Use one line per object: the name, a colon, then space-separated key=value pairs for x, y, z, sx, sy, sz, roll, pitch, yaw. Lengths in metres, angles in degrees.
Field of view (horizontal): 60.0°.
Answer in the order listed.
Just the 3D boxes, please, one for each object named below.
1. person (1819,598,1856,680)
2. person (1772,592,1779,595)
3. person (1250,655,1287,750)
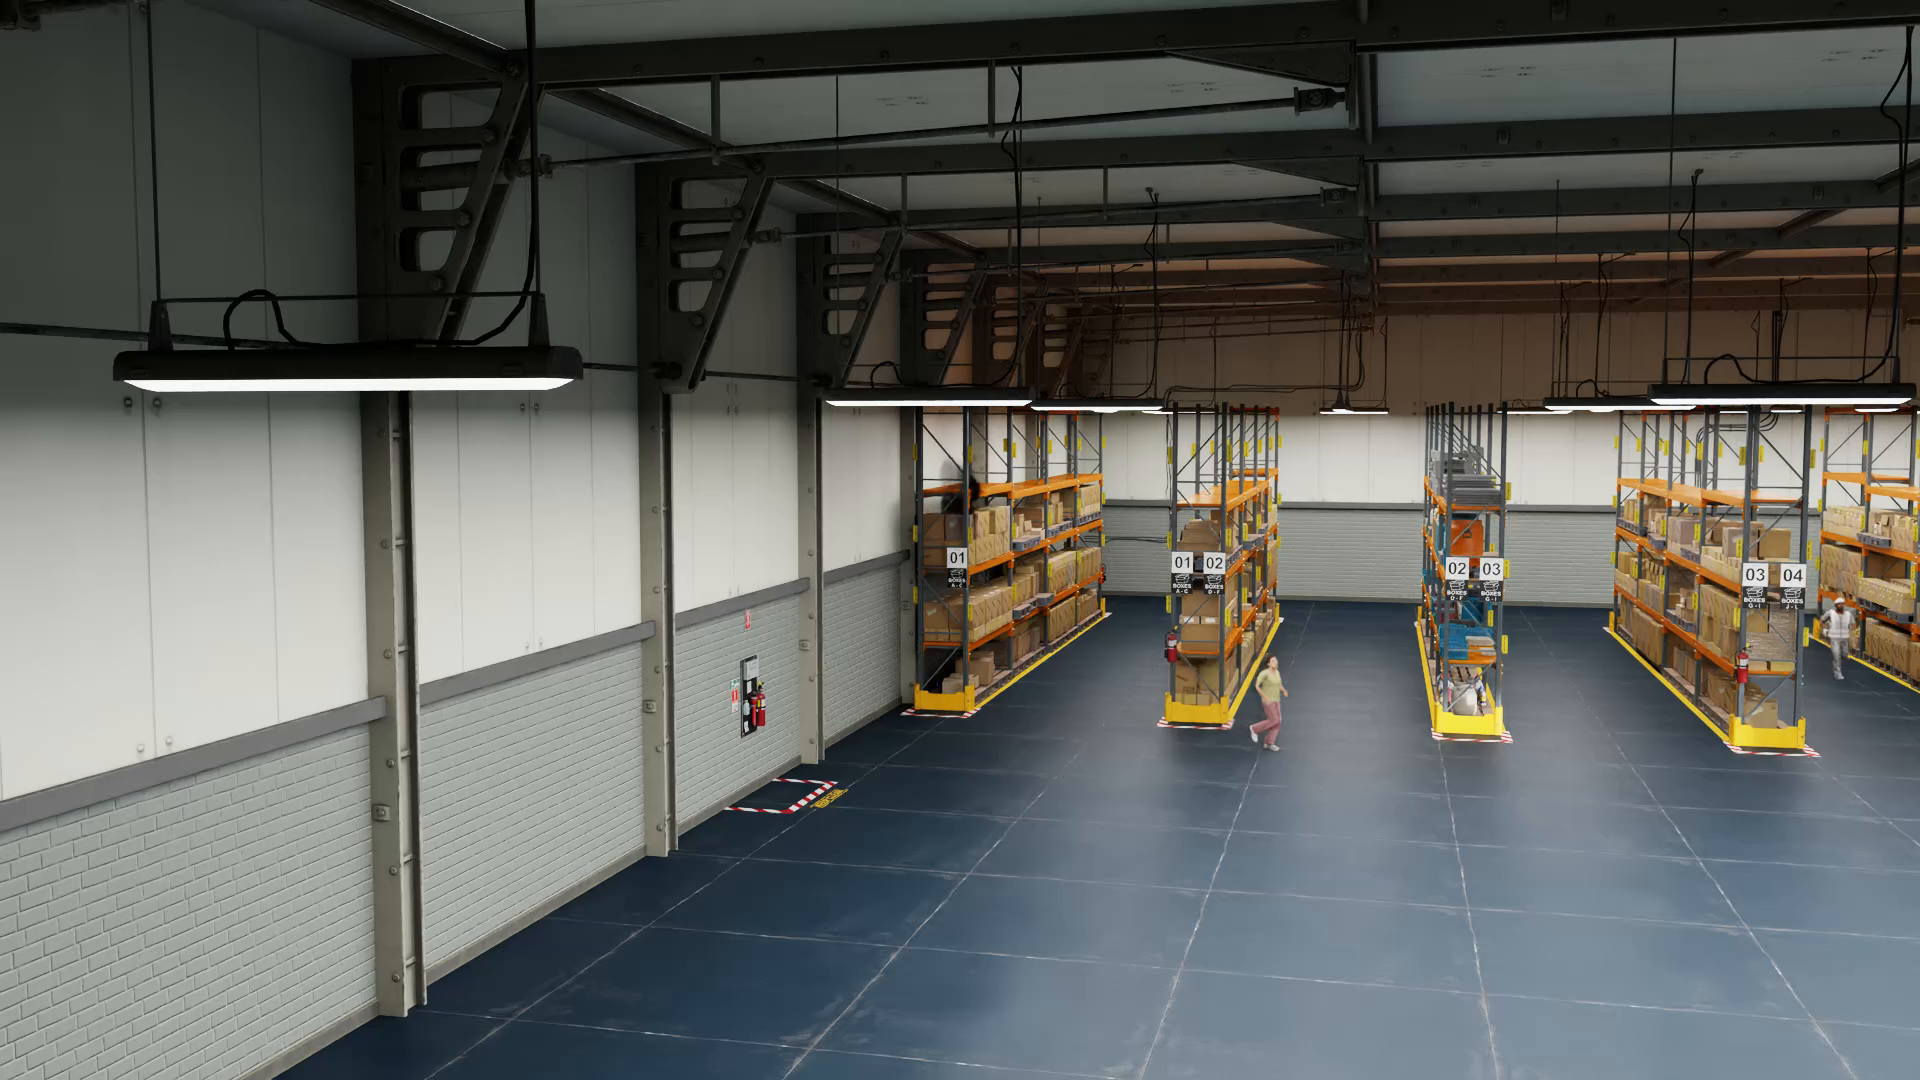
person: x=19.225 y=2.148 z=36.388 sx=0.696 sy=1.763 sz=0.941 roll=1 pitch=4 yaw=11
person: x=21.181 y=1.640 z=43.795 sx=0.882 sy=1.703 sz=0.779 roll=-4 pitch=6 yaw=-41
person: x=5.350 y=2.792 z=28.746 sx=0.575 sy=1.639 sz=0.590 roll=-3 pitch=5 yaw=-39
